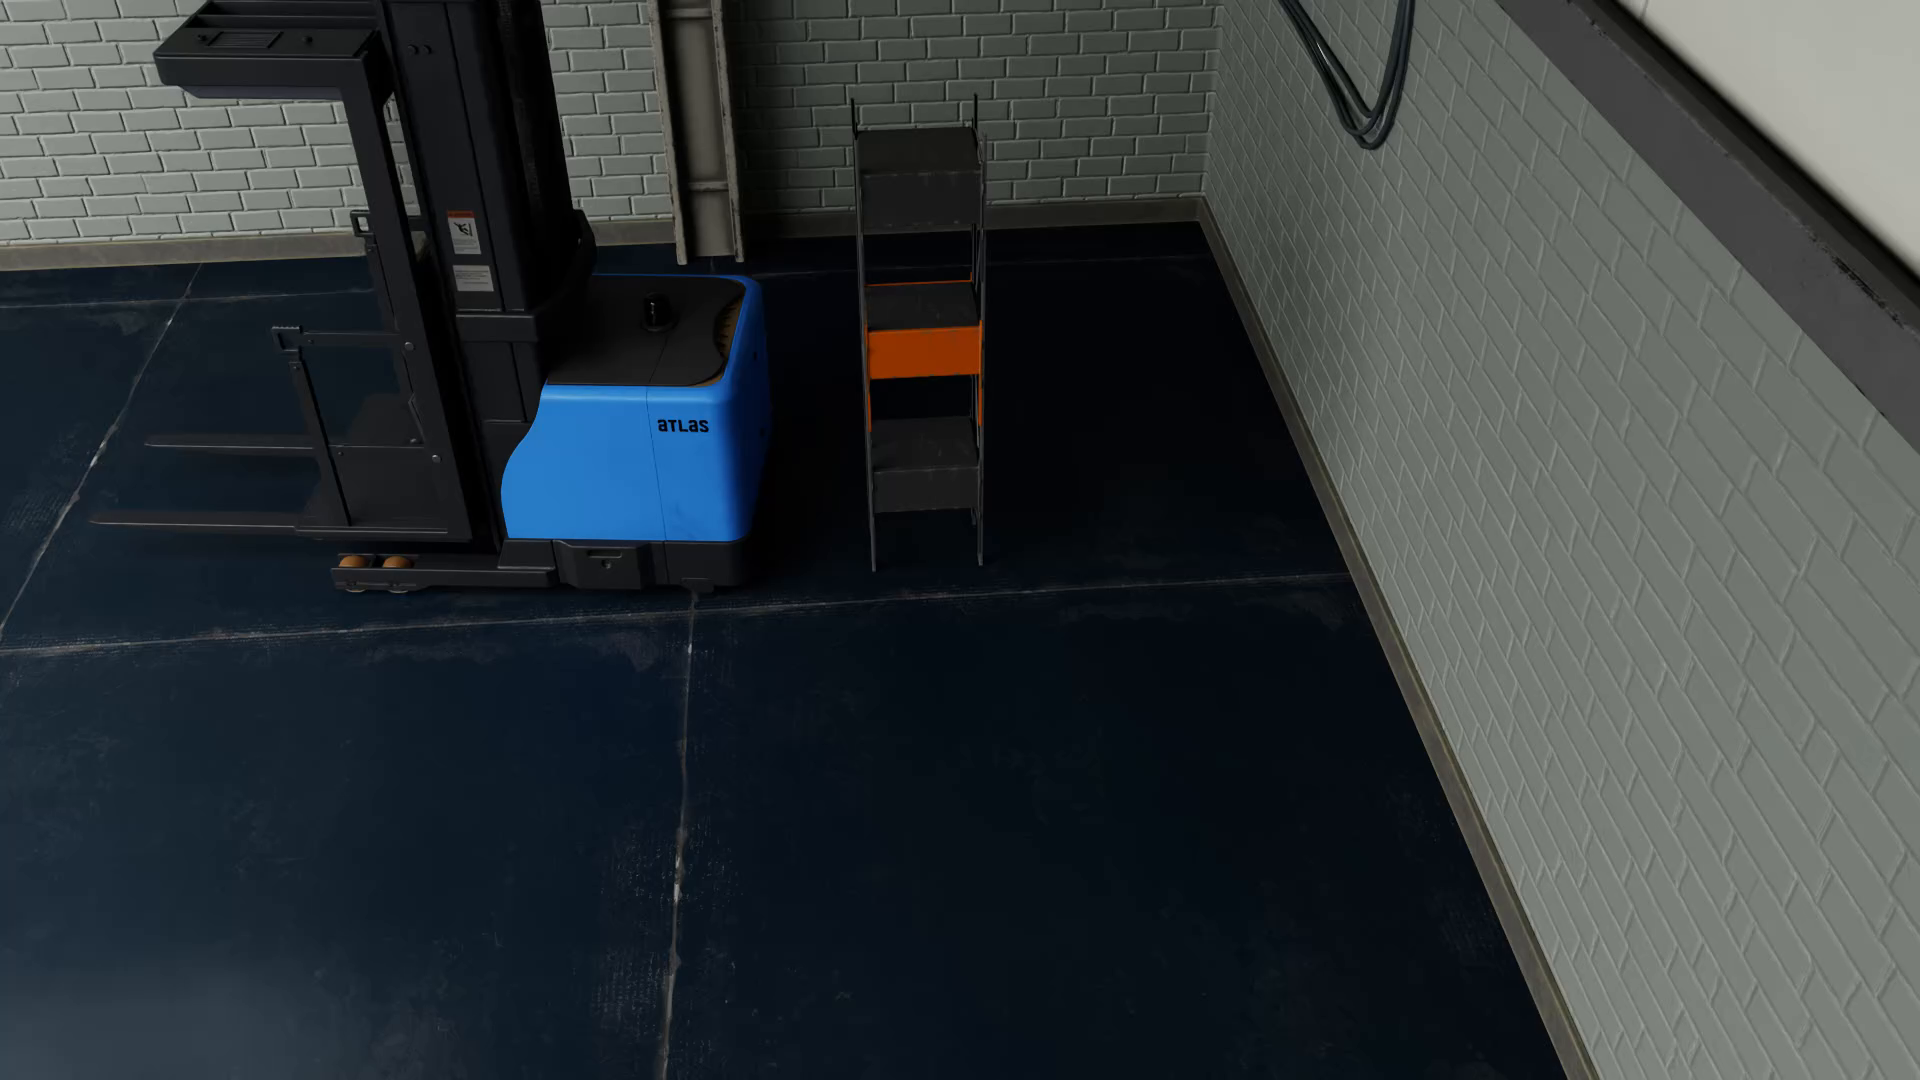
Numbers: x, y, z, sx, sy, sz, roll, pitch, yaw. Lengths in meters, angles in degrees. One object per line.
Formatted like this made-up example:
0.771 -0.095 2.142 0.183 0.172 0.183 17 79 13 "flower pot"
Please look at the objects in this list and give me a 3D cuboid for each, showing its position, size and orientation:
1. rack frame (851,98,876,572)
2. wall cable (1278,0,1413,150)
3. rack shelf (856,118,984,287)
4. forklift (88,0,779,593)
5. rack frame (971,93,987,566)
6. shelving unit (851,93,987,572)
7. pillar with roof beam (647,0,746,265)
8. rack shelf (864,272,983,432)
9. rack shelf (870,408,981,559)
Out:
-0.408 -0.802 7.071 0.015 2.100 0.400 -3 38 -4 "rack frame"
1.572 -3.390 7.289 0.112 2.526 3.097 -3 38 -4 "wall cable"
-0.165 -1.354 6.663 0.480 0.518 0.431 -3 38 -4 "rack shelf"
-2.410 -1.239 6.954 3.031 2.935 1.130 1 38 1 "forklift"
0.078 -0.829 7.105 0.015 2.100 0.400 -3 38 -4 "rack frame"
-0.165 -0.815 7.088 0.503 2.100 0.431 -3 38 -4 "shelving unit"
-1.098 -2.607 3.790 0.400 9.000 9.100 -3 38 -4 "pillar with roof beam"
-0.165 -0.805 7.097 0.480 0.518 0.431 -3 38 -4 "rack shelf"
-0.165 -0.255 7.530 0.480 0.518 0.431 -3 38 -4 "rack shelf"
